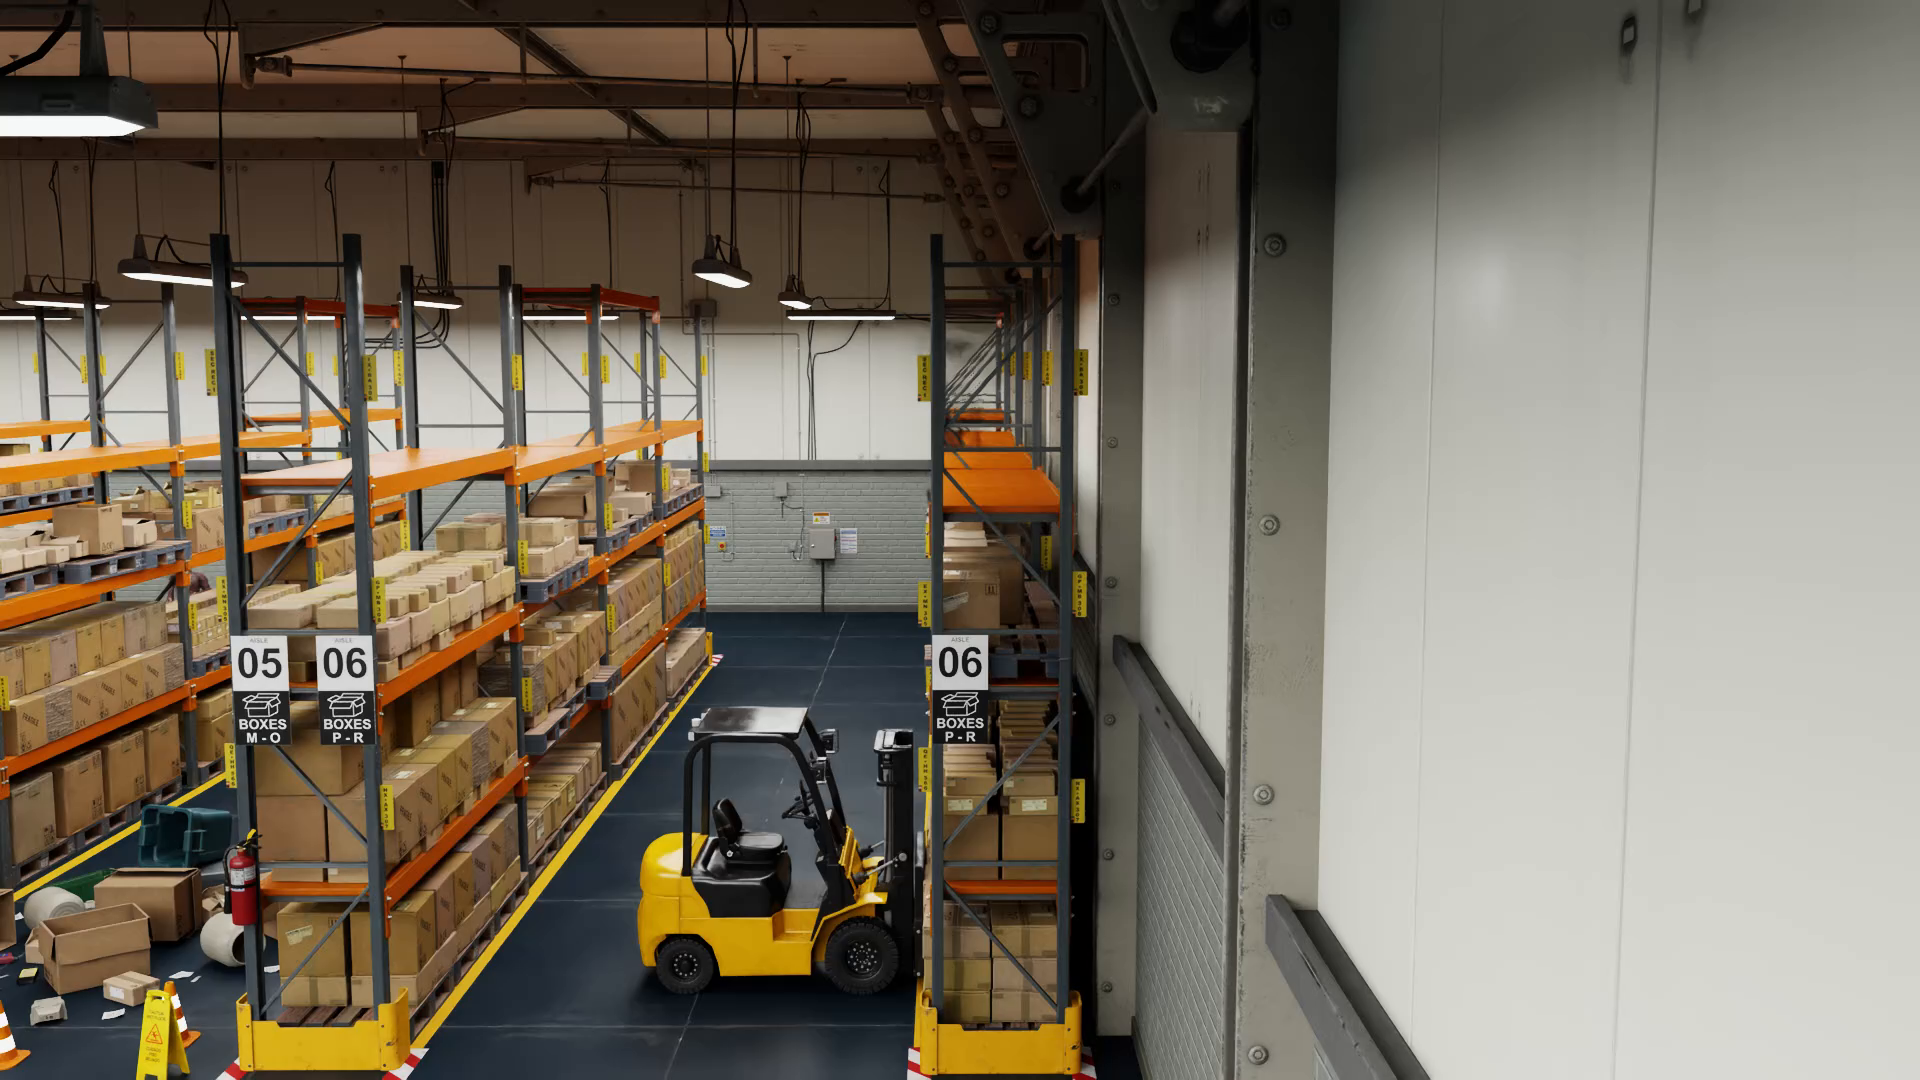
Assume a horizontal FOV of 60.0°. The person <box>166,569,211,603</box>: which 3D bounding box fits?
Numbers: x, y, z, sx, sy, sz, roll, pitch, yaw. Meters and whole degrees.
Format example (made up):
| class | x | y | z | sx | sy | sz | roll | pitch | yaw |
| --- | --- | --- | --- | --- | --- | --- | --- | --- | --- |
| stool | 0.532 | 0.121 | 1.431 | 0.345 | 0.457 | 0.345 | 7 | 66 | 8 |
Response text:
| class | x | y | z | sx | sy | sz | roll | pitch | yaw |
| --- | --- | --- | --- | --- | --- | --- | --- | --- | --- |
| person | -13.005 | 1.185 | 28.057 | 0.713 | 1.782 | 1.052 | -2 | 7 | -17 |
